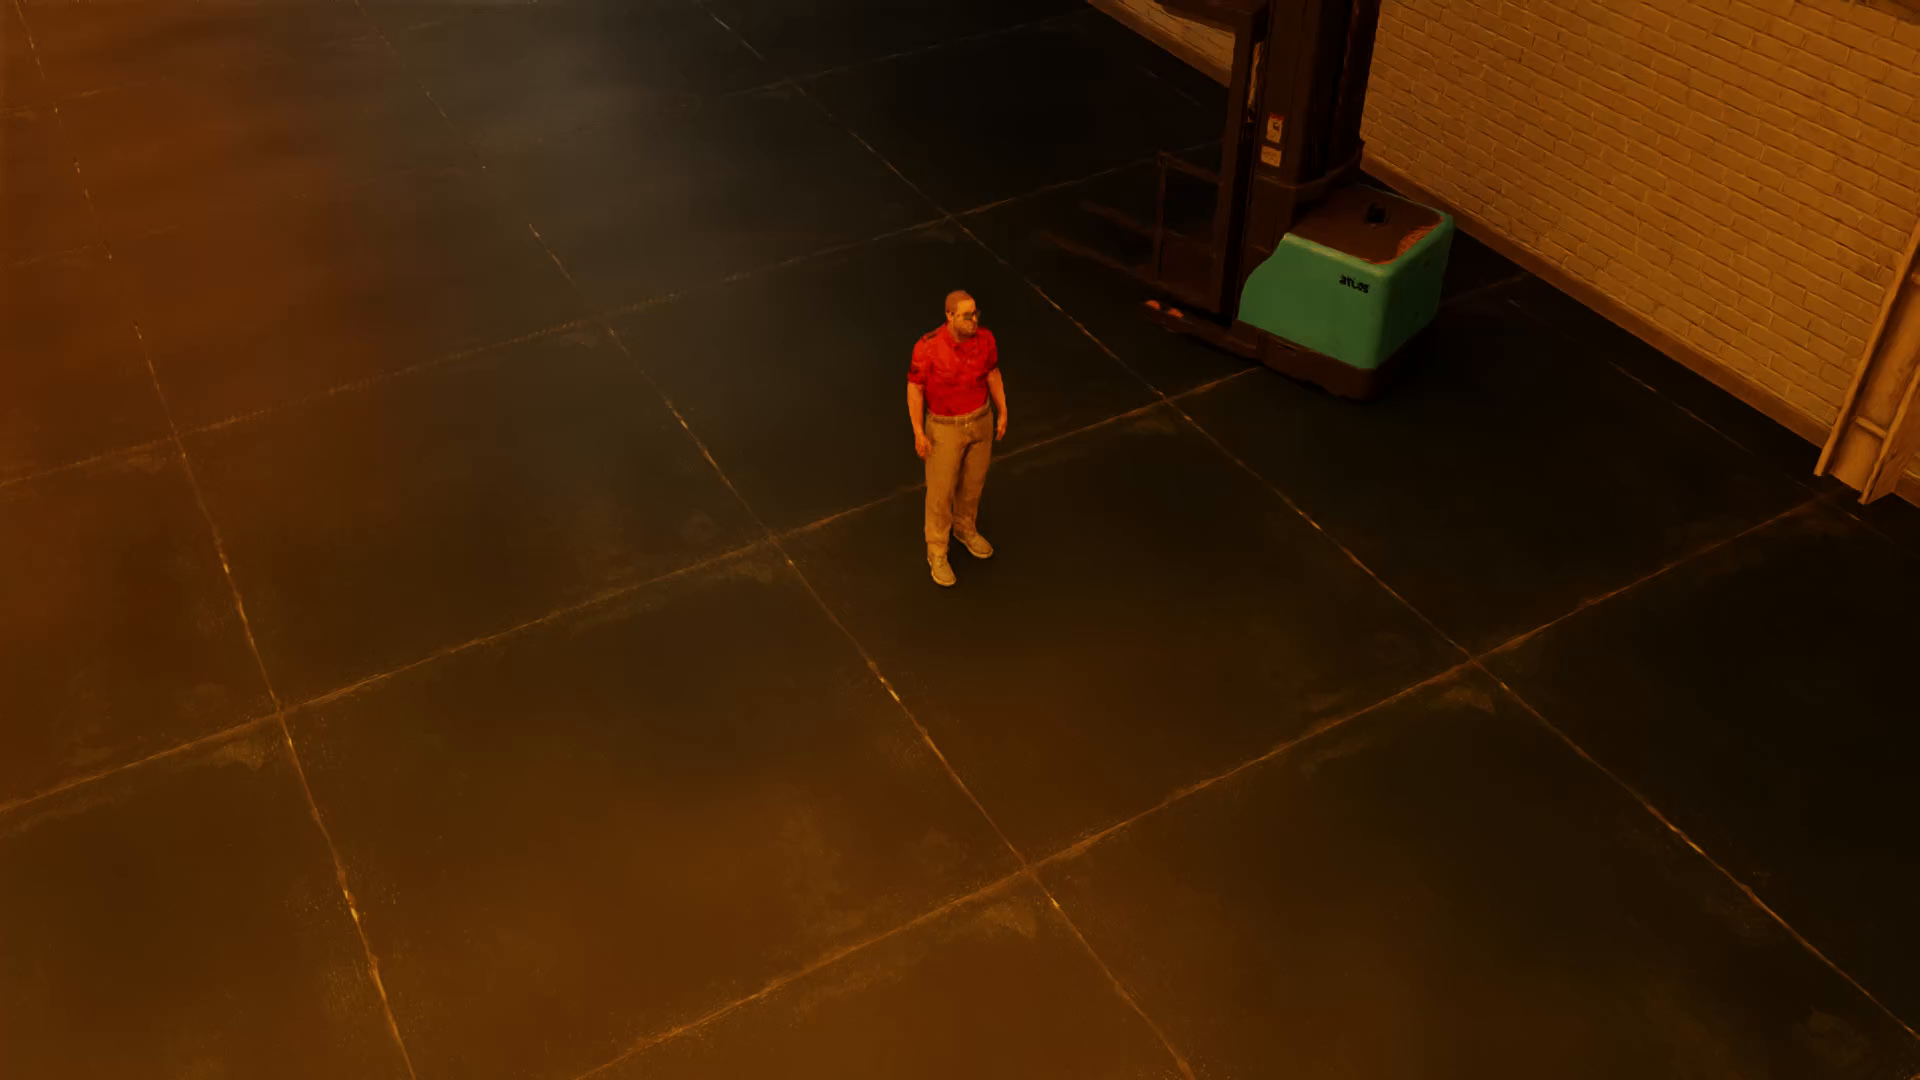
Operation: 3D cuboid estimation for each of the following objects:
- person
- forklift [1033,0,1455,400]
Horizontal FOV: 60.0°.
[{"bbox_3d":[0.035,-0.618,9.711,0.640,1.726,0.550,-20,44,-23],"label":"person"},{"bbox_3d":[1.937,-2.881,11.510,3.031,2.935,1.130,28,47,30],"label":"forklift"}]
